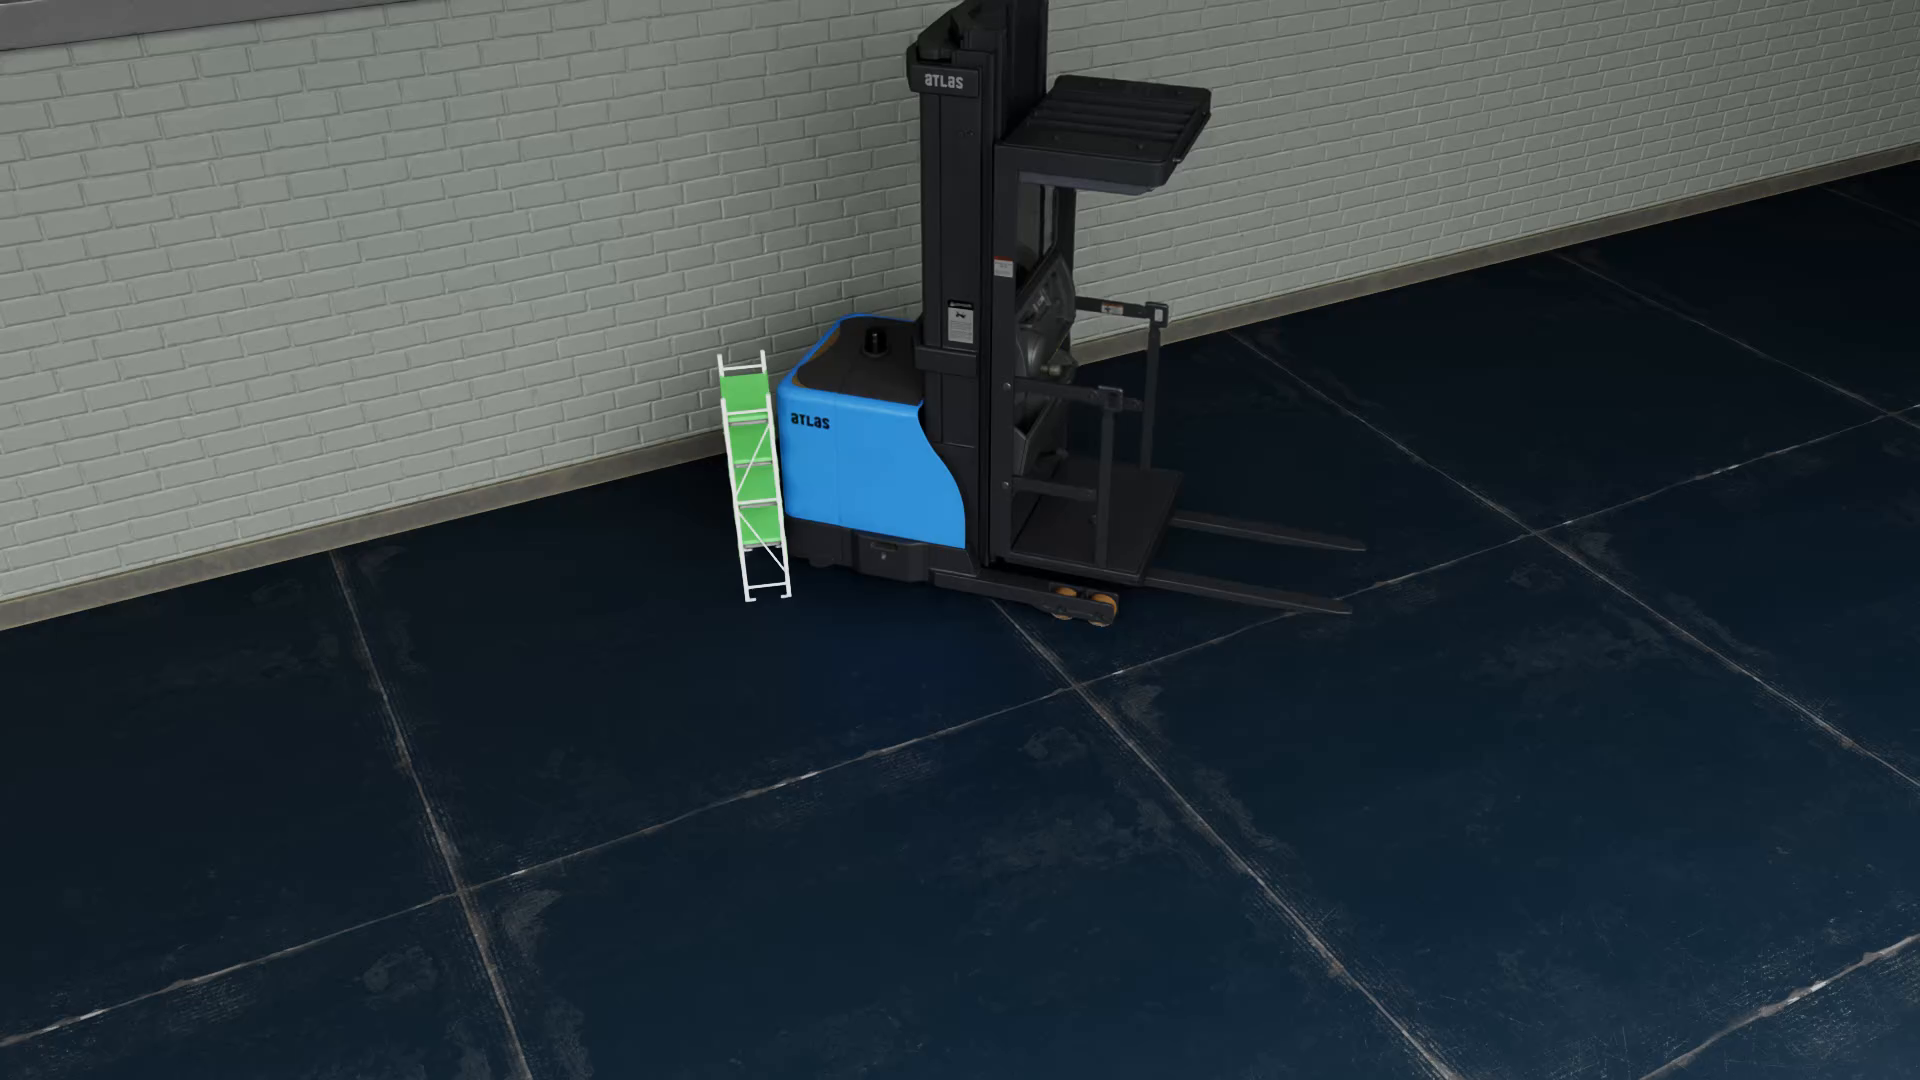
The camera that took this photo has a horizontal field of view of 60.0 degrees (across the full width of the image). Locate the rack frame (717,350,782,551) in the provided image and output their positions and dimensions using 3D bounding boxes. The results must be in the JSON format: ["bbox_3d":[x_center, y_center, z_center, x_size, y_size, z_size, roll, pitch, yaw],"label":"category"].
[{"bbox_3d":[-1.103,-0.456,8.842,0.240,1.200,0.015,-6,33,-6],"label":"rack frame"}]

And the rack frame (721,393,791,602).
[{"bbox_3d":[-1.028,-0.196,8.436,0.240,1.200,0.015,-6,33,-6],"label":"rack frame"}]

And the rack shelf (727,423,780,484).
[{"bbox_3d":[-1.071,-0.474,8.543,0.258,0.148,0.480,-6,33,-6],"label":"rack shelf"}]

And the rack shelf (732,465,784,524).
[{"bbox_3d":[-1.064,-0.272,8.673,0.258,0.148,0.480,-6,33,-6],"label":"rack shelf"}]

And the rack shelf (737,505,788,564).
[{"bbox_3d":[-1.056,-0.071,8.804,0.258,0.148,0.480,-6,33,-6],"label":"rack shelf"}]

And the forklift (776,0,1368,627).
[{"bbox_3d":[0.616,-1.111,8.266,3.031,2.935,1.130,10,34,15],"label":"forklift"}]

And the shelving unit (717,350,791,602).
[{"bbox_3d":[-1.066,-0.326,8.639,0.258,1.200,0.503,-6,33,-6],"label":"shelving unit"}]

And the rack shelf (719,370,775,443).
[{"bbox_3d":[-1.079,-0.675,8.413,0.258,0.148,0.480,-6,33,-6],"label":"rack shelf"}]
